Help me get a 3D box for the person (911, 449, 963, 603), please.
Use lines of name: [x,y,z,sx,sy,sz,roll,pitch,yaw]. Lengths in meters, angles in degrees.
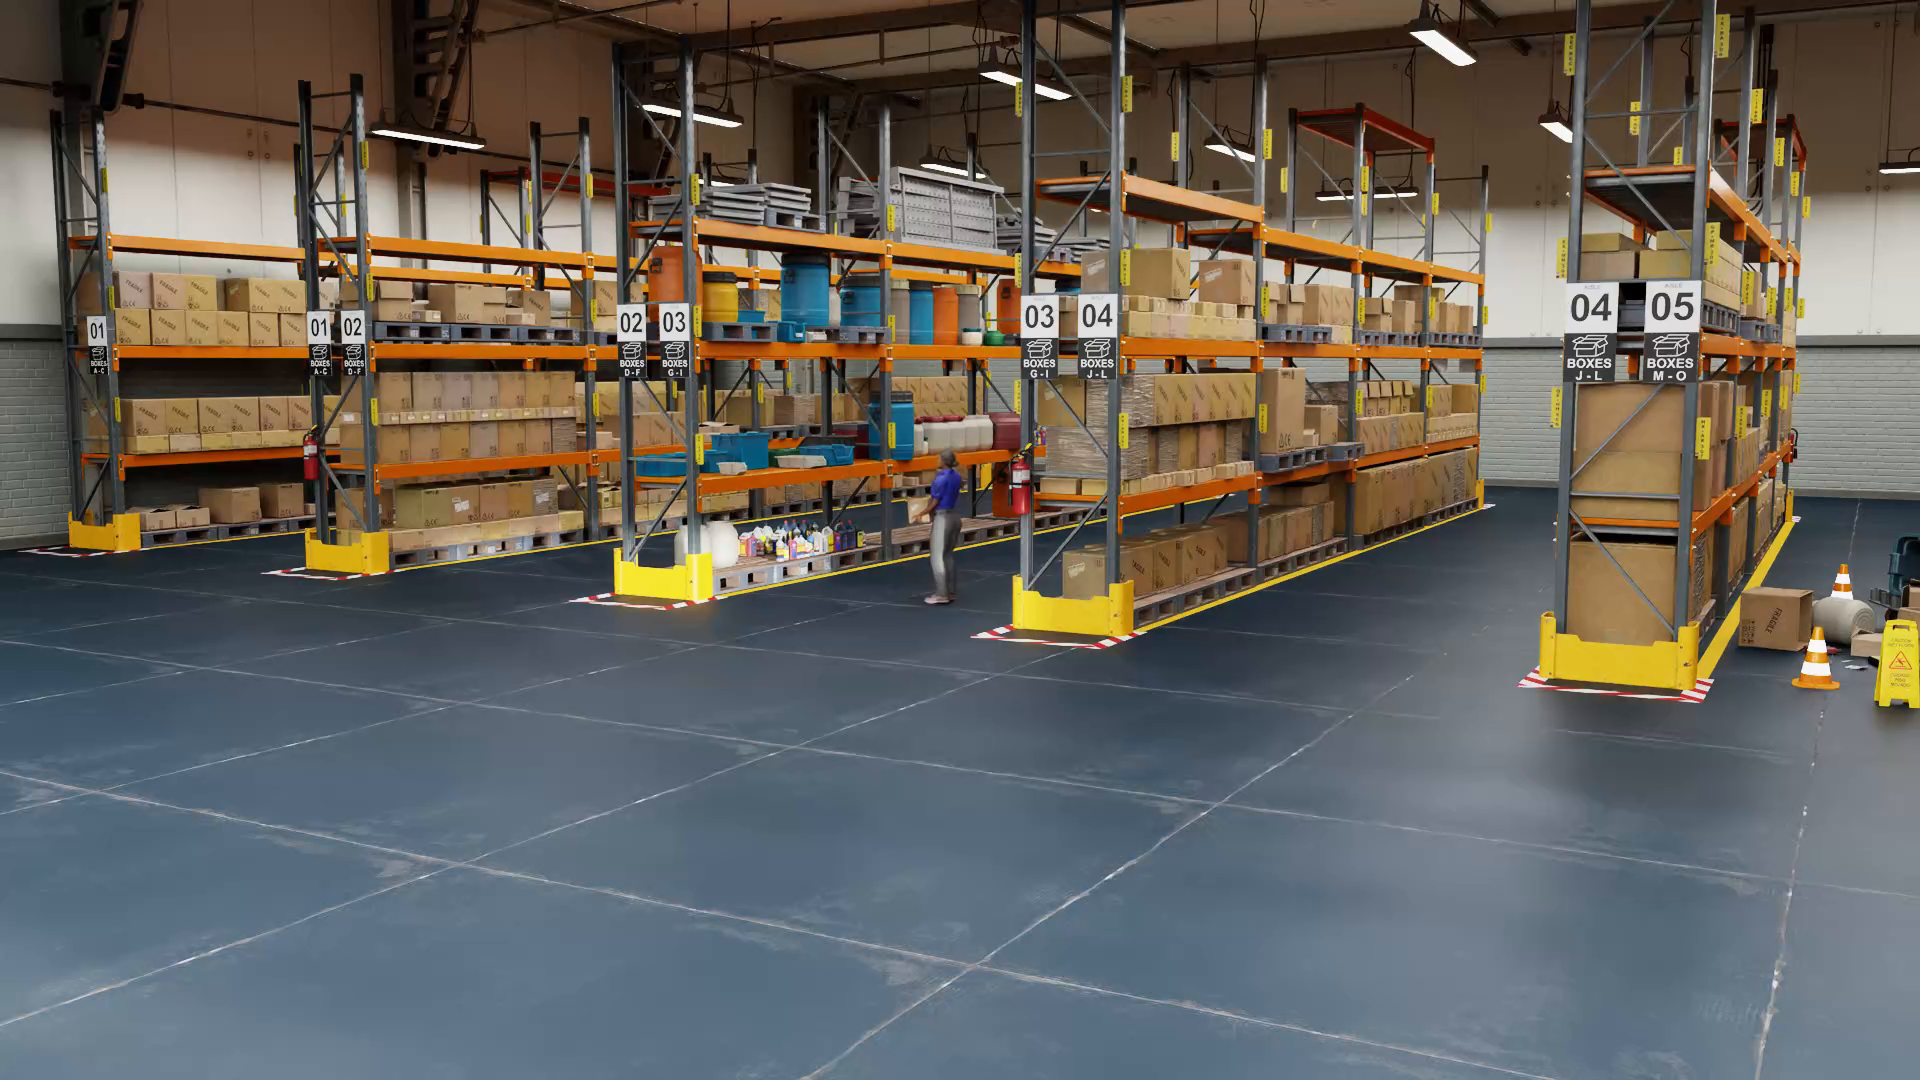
person: [-0.238,-0.157,17.877,0.500,1.653,0.460,3,7,28]
